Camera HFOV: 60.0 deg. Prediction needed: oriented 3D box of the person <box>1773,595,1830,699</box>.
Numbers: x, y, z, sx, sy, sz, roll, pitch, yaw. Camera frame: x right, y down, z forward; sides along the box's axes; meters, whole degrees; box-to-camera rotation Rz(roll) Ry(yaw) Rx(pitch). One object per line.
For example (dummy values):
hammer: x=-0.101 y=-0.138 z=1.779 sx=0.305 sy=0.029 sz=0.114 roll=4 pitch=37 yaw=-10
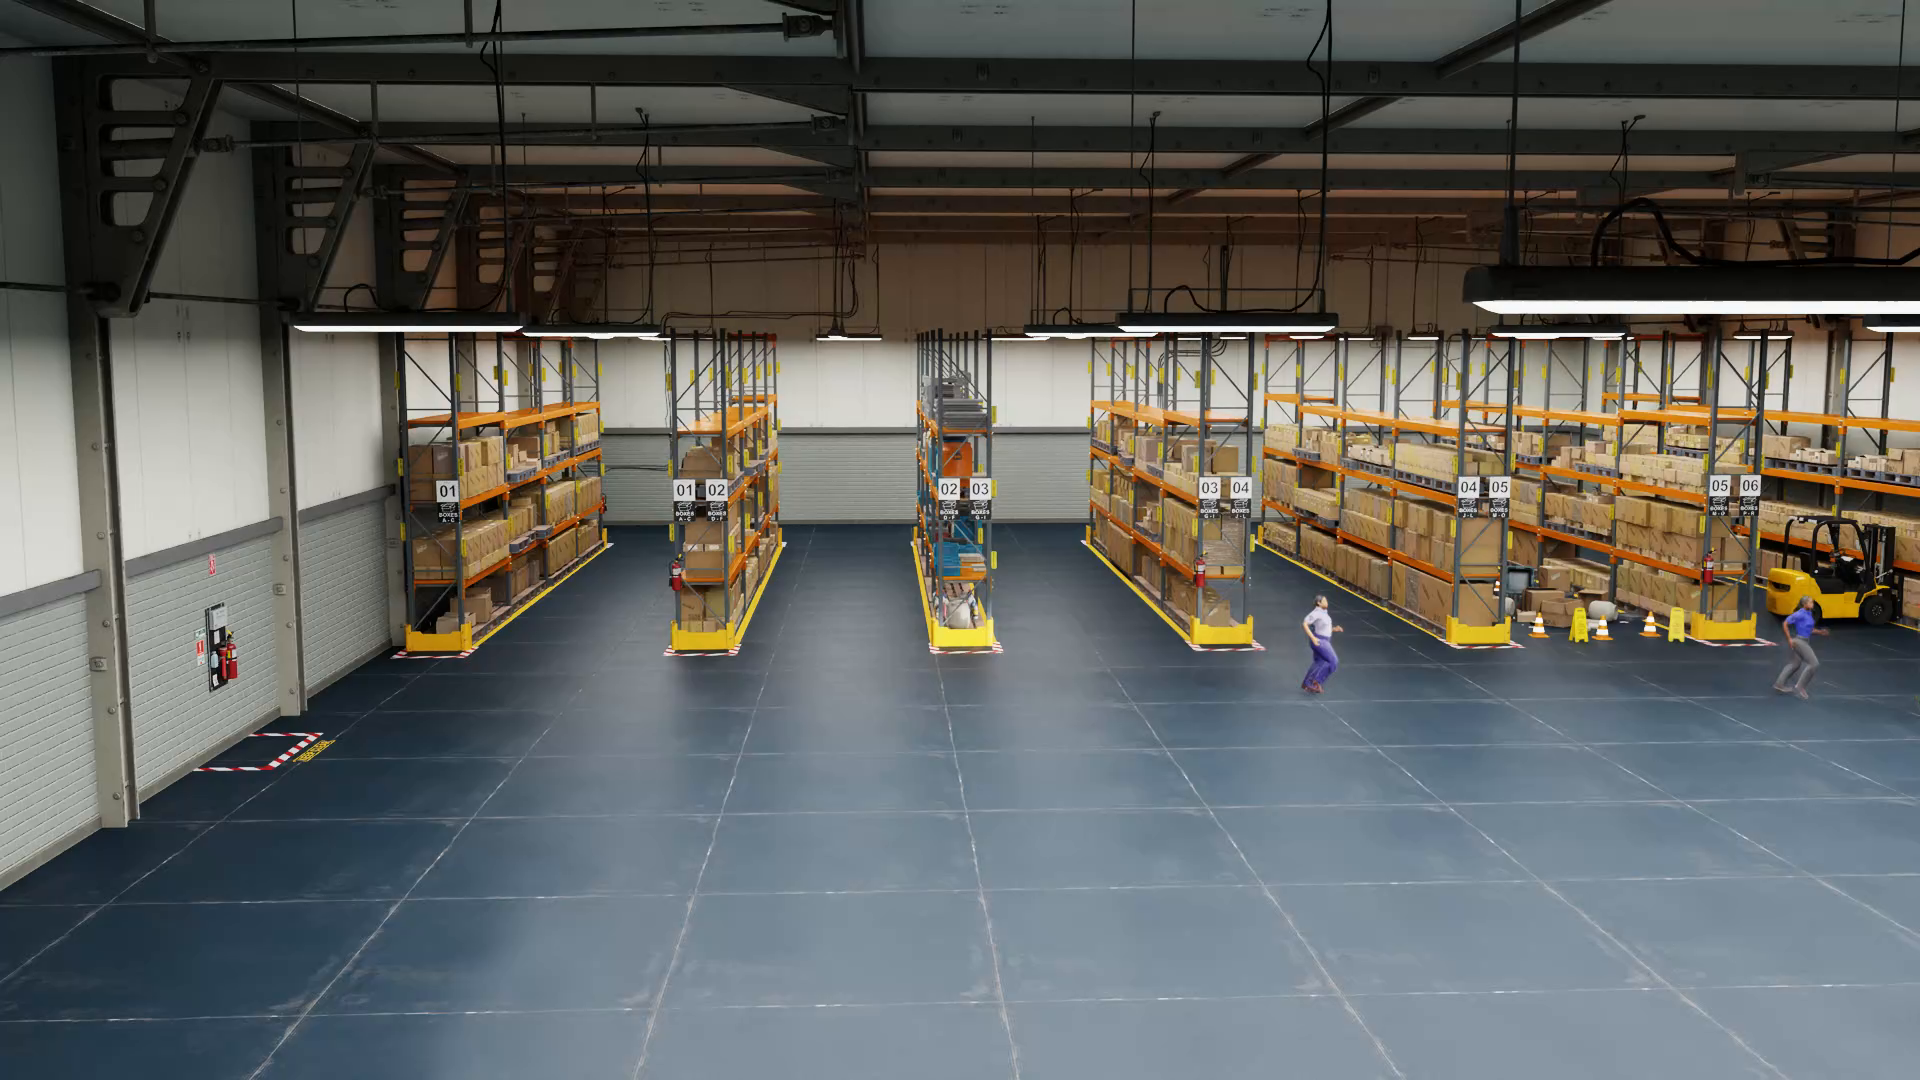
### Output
person: x=13.668 y=1.737 z=26.983 sx=0.788 sy=1.690 sz=0.536 roll=5 pitch=8 yaw=36

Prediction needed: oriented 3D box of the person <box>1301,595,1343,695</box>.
person: x=5.929 y=1.717 z=27.216 sx=0.653 sy=1.629 sz=0.578 roll=2 pitch=7 yaw=20
